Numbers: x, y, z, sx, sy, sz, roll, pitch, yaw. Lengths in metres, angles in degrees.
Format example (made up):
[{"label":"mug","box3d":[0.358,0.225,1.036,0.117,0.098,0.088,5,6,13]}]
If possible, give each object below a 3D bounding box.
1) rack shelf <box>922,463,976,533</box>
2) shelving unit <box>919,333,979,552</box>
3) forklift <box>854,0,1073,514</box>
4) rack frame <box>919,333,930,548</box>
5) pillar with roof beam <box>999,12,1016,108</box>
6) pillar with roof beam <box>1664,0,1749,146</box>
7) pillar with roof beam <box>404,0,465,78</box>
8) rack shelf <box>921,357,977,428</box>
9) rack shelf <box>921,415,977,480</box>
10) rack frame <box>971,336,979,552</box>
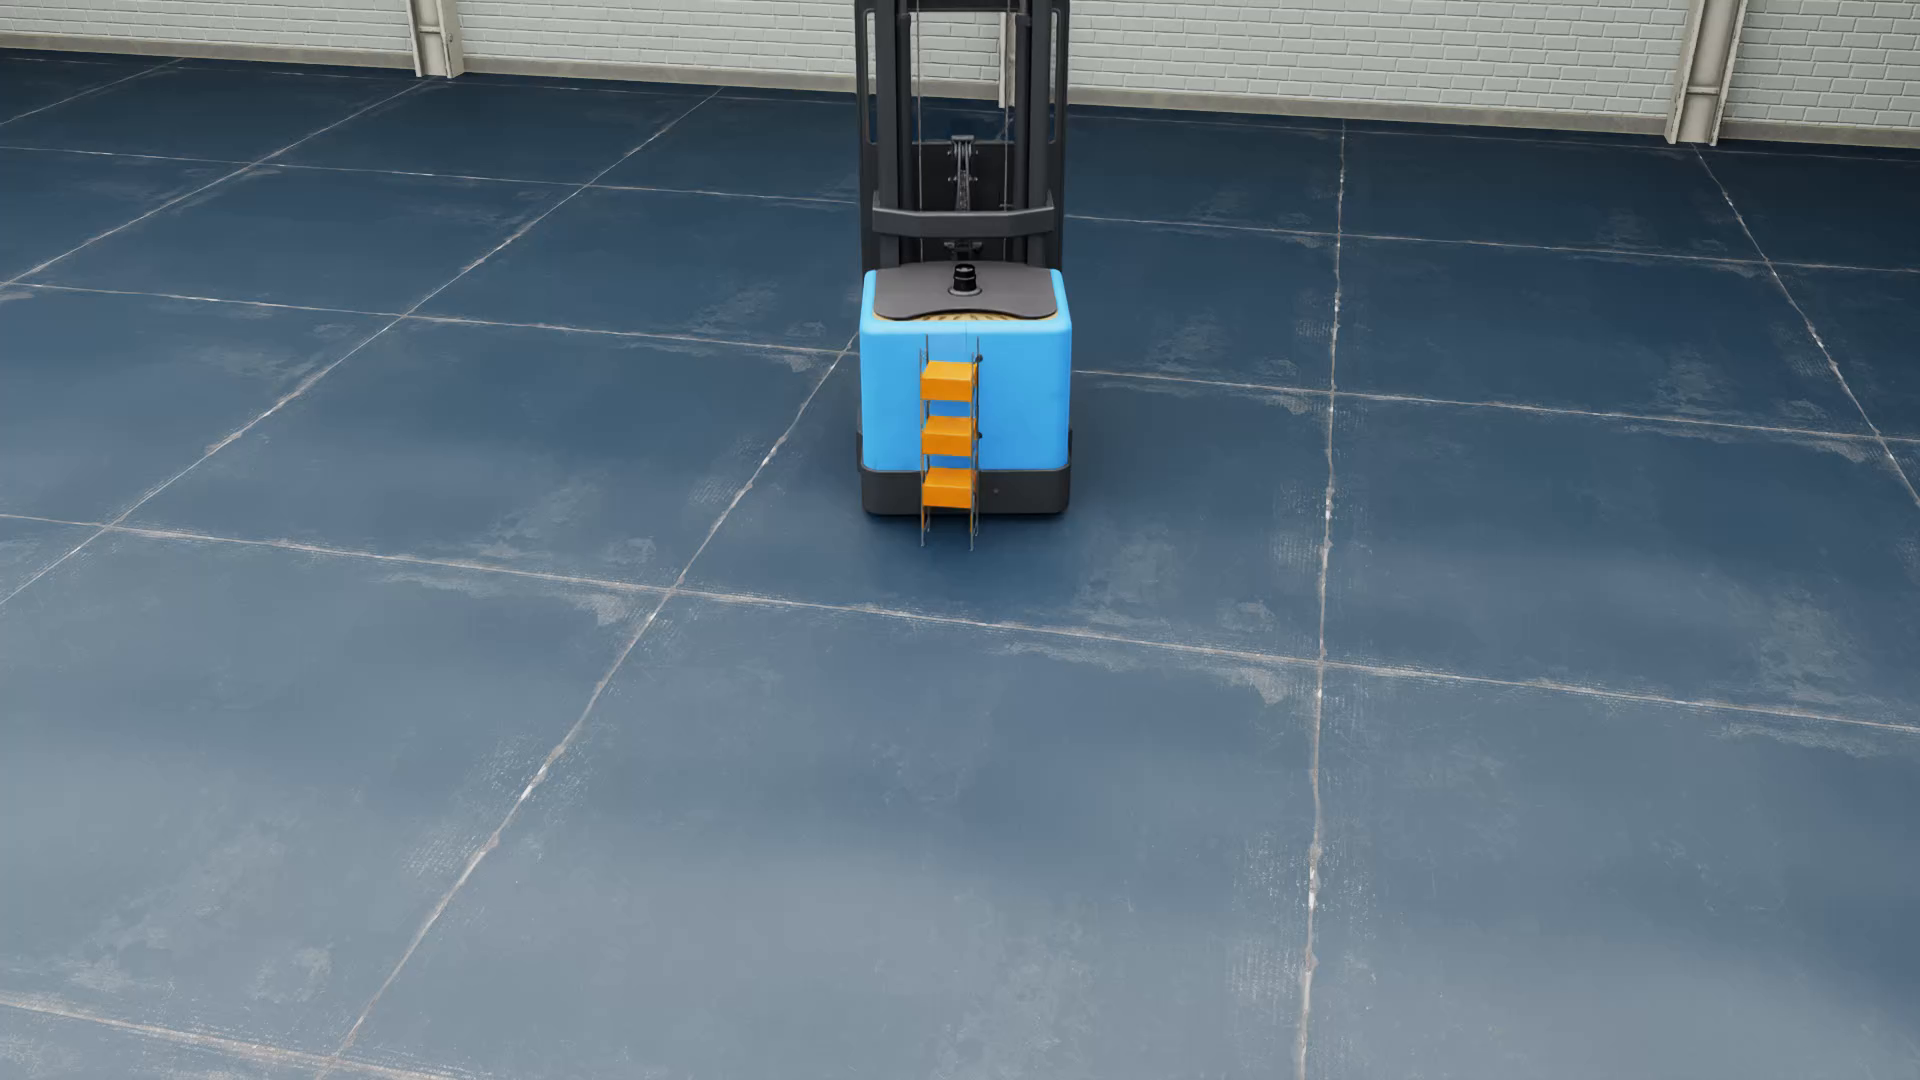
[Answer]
[{"label":"rack shelf","box3d":[-0.049,-0.207,8.135,0.240,0.259,0.215,4,29,7]},{"label":"shelving unit","box3d":[-0.049,-0.460,7.996,0.252,1.050,0.215,4,29,7]},{"label":"forklift","box3d":[0.005,-2.081,8.998,1.130,2.935,3.031,0,29,-1]},{"label":"rack frame","box3d":[-0.170,-0.468,8.012,0.008,1.050,0.200,4,29,7]},{"label":"pillar with roof beam","box3d":[-0.308,-6.067,9.961,0.400,9.000,9.100,6,29,11]},{"label":"pillar with roof beam","box3d":[5.559,-5.465,8.862,0.400,9.000,9.100,6,29,11]},{"label":"pillar with roof beam","box3d":[-6.176,-6.669,11.060,0.400,9.000,9.100,6,29,11]},{"label":"rack shelf","box3d":[-0.049,-0.699,7.865,0.240,0.259,0.215,4,29,7]},{"label":"rack shelf","box3d":[-0.049,-0.450,8.001,0.240,0.259,0.215,4,29,7]},{"label":"rack frame","box3d":[0.072,-0.451,7.981,0.008,1.050,0.200,4,29,7]}]
